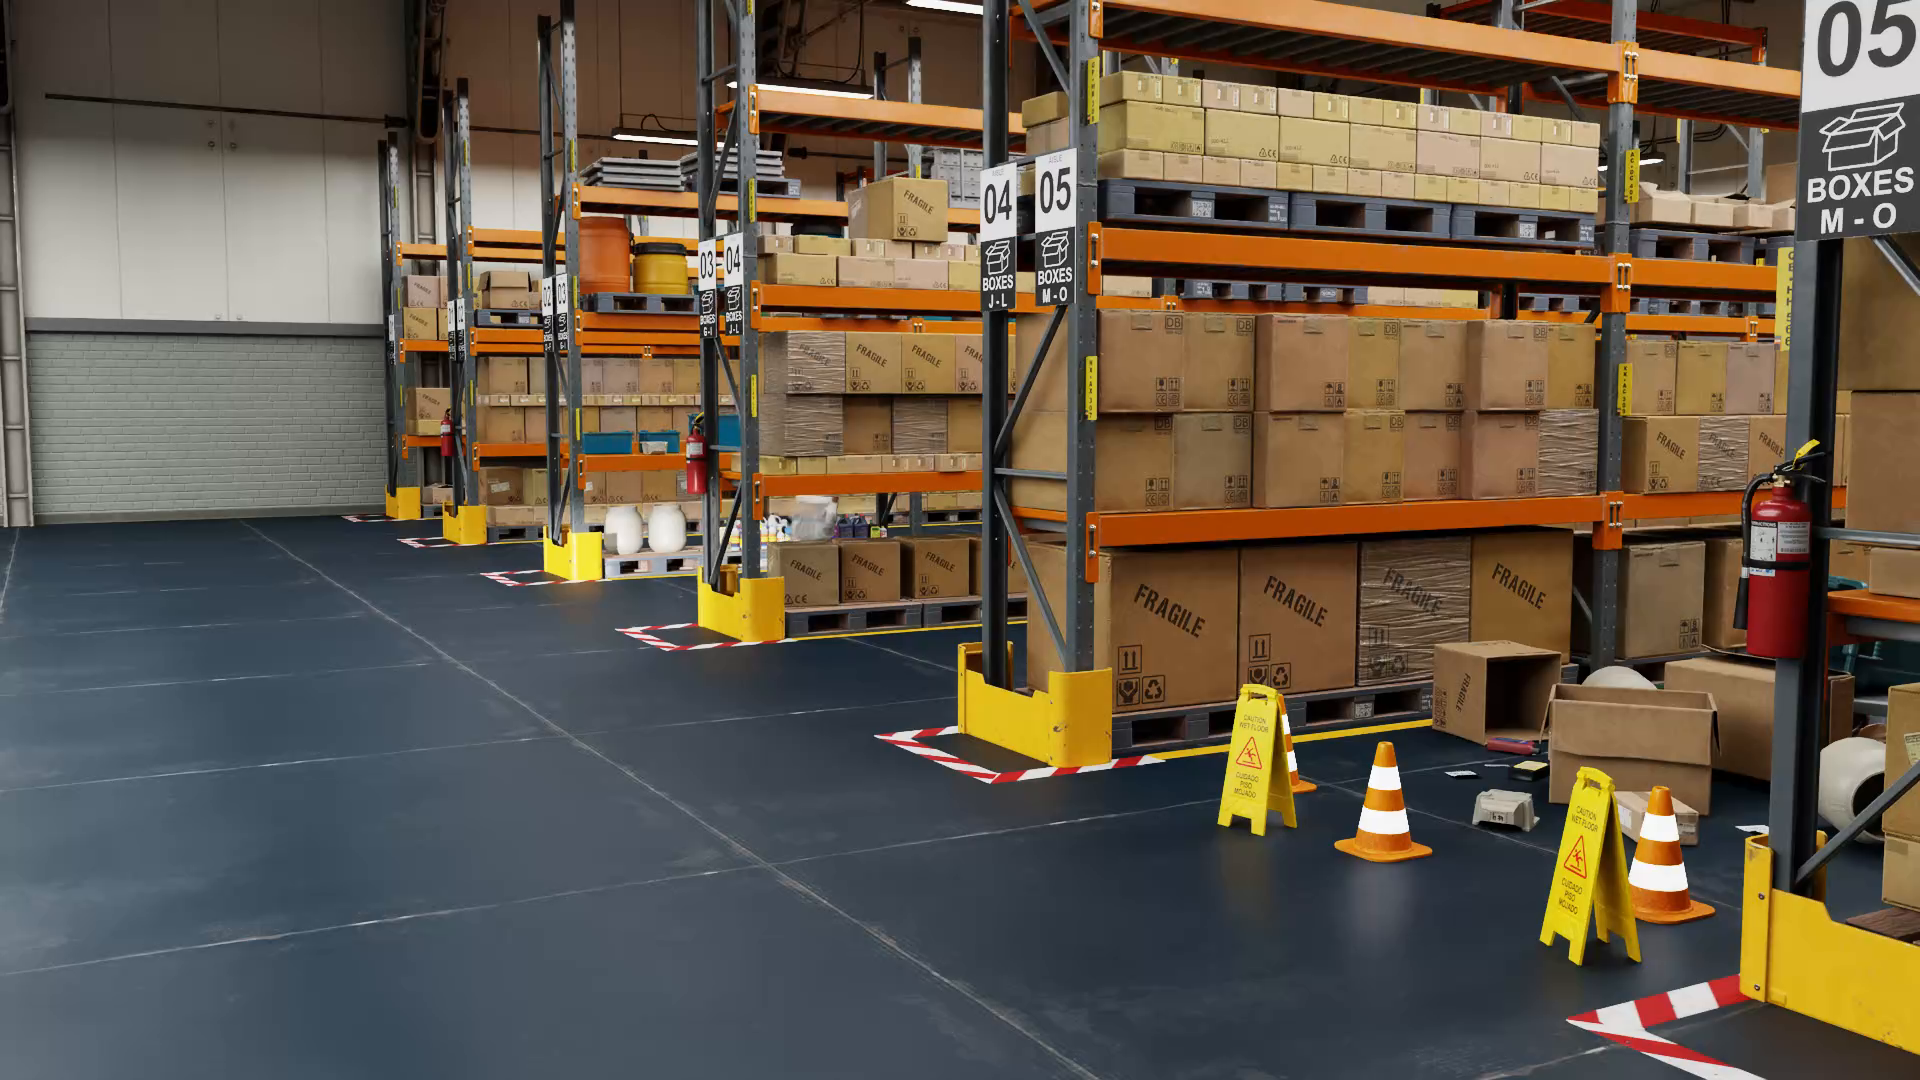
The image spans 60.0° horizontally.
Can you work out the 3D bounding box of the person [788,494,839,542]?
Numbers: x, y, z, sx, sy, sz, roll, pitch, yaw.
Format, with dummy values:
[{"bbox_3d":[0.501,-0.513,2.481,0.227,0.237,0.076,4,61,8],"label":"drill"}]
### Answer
[{"bbox_3d":[-1.376,-0.314,15.562,0.629,1.784,0.391,4,7,41],"label":"person"}]
